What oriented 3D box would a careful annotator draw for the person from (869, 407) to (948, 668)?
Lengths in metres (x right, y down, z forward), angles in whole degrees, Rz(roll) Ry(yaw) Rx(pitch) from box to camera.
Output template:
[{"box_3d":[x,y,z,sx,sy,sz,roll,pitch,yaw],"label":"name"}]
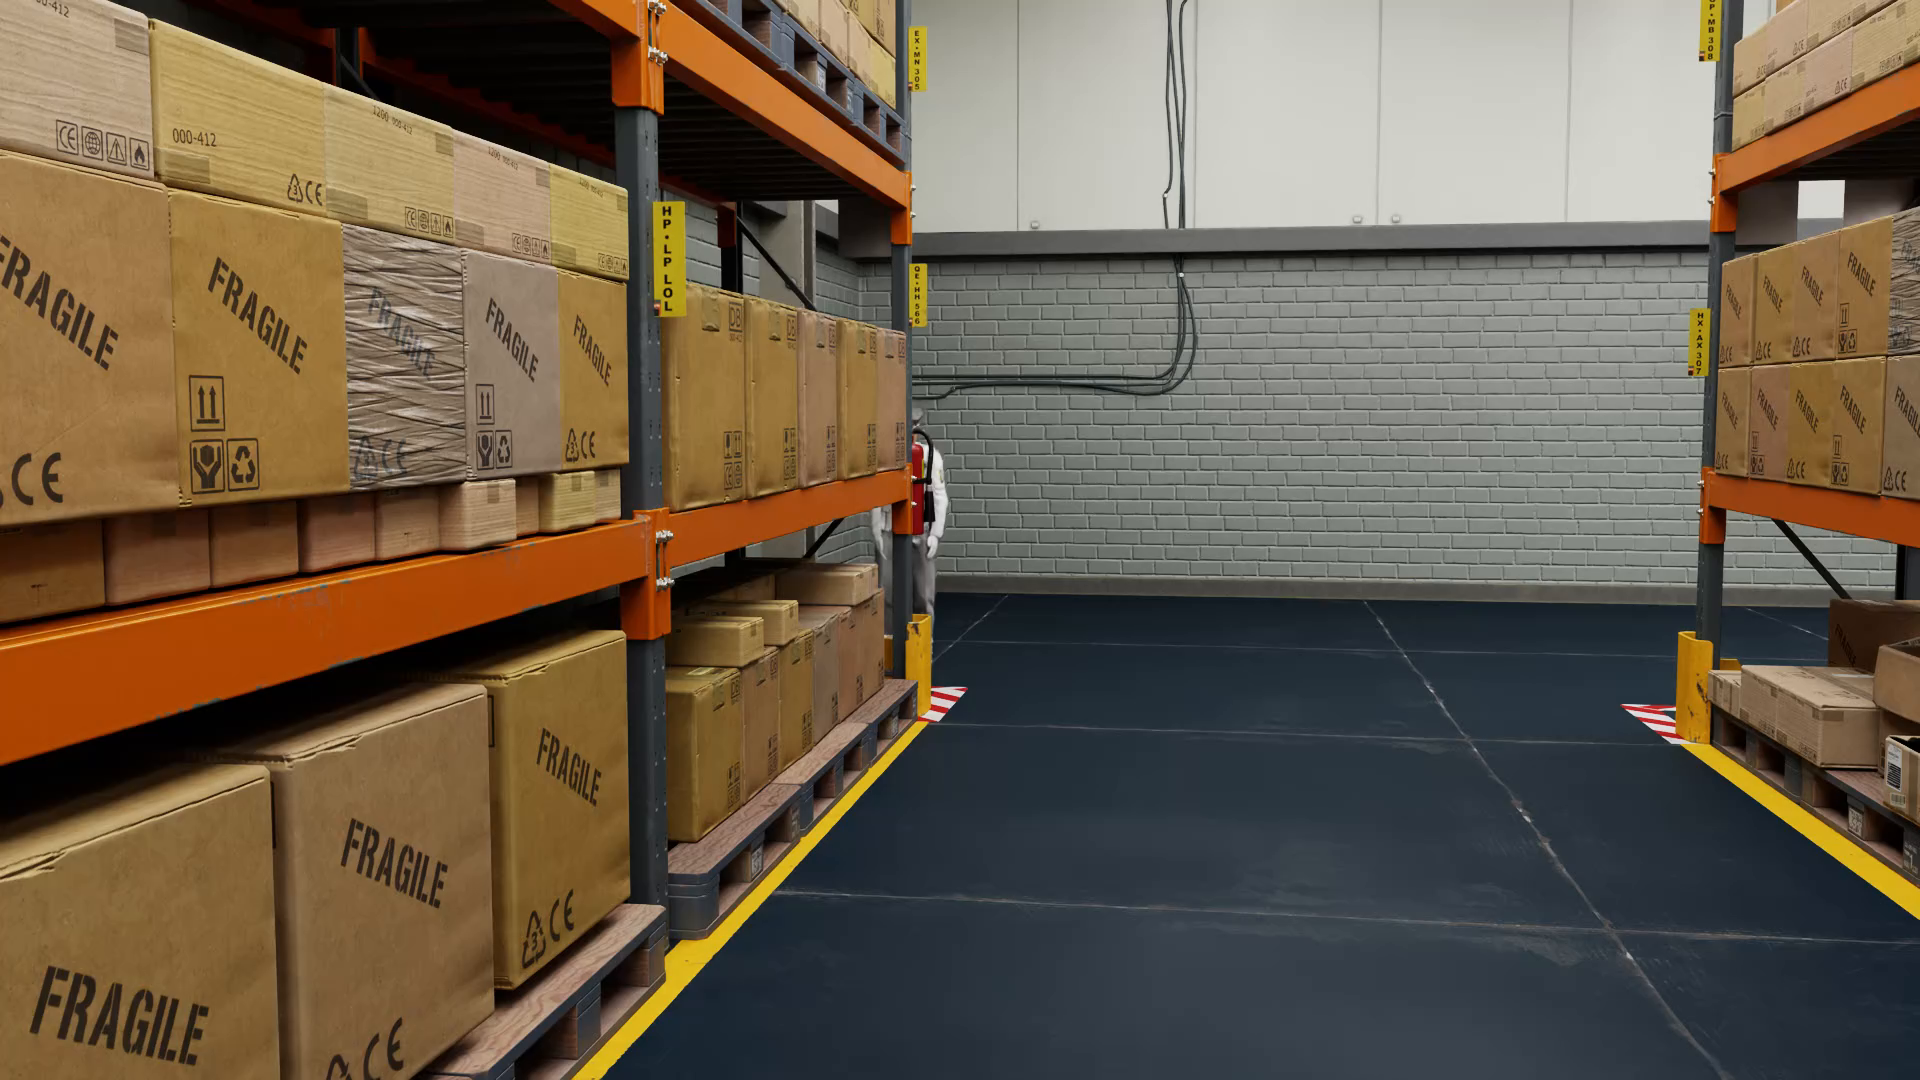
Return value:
[{"box_3d":[-0.332,-0.007,10.308,0.482,1.626,0.446,1,5,10],"label":"person"}]
